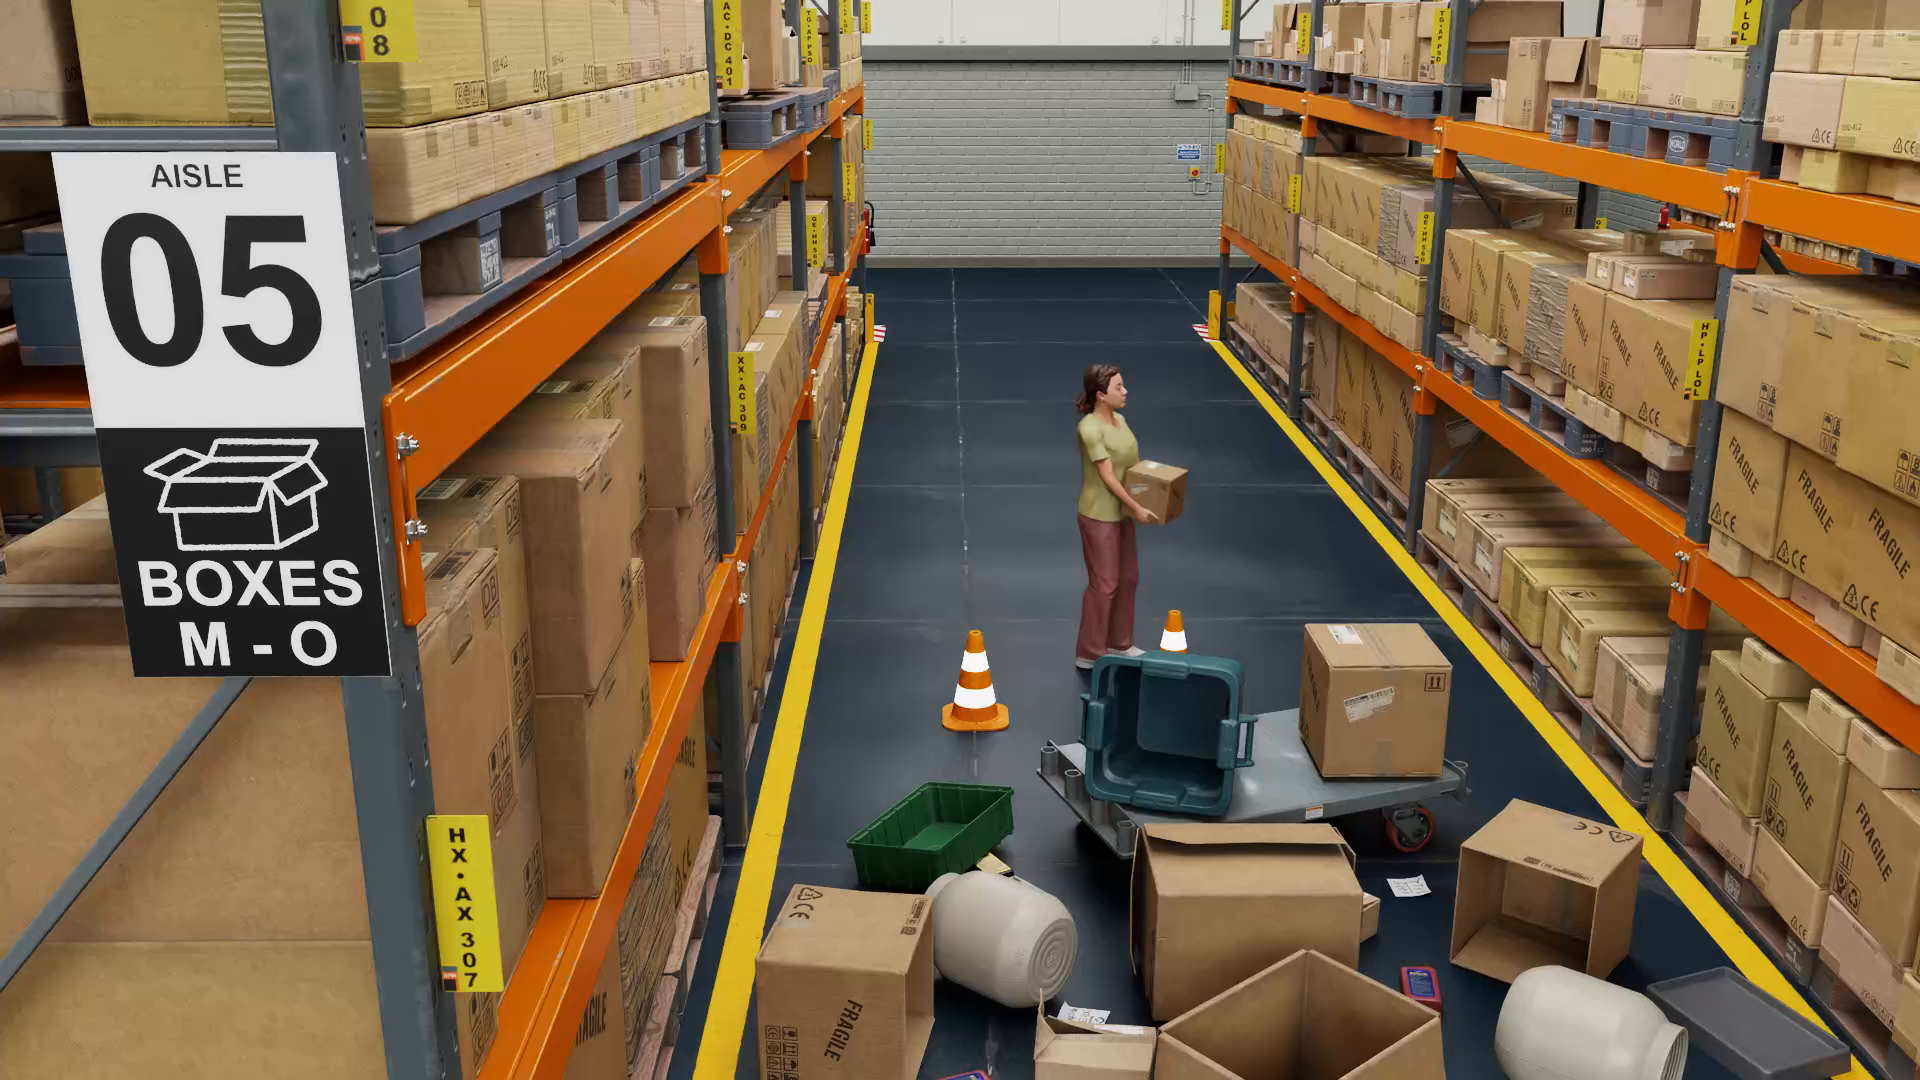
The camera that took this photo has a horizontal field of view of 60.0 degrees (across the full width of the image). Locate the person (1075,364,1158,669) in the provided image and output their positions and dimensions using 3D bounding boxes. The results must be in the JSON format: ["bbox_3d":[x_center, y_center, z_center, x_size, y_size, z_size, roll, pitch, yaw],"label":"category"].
[{"bbox_3d":[0.857,-0.108,8.919,0.551,1.667,0.424,9,19,28],"label":"person"}]
